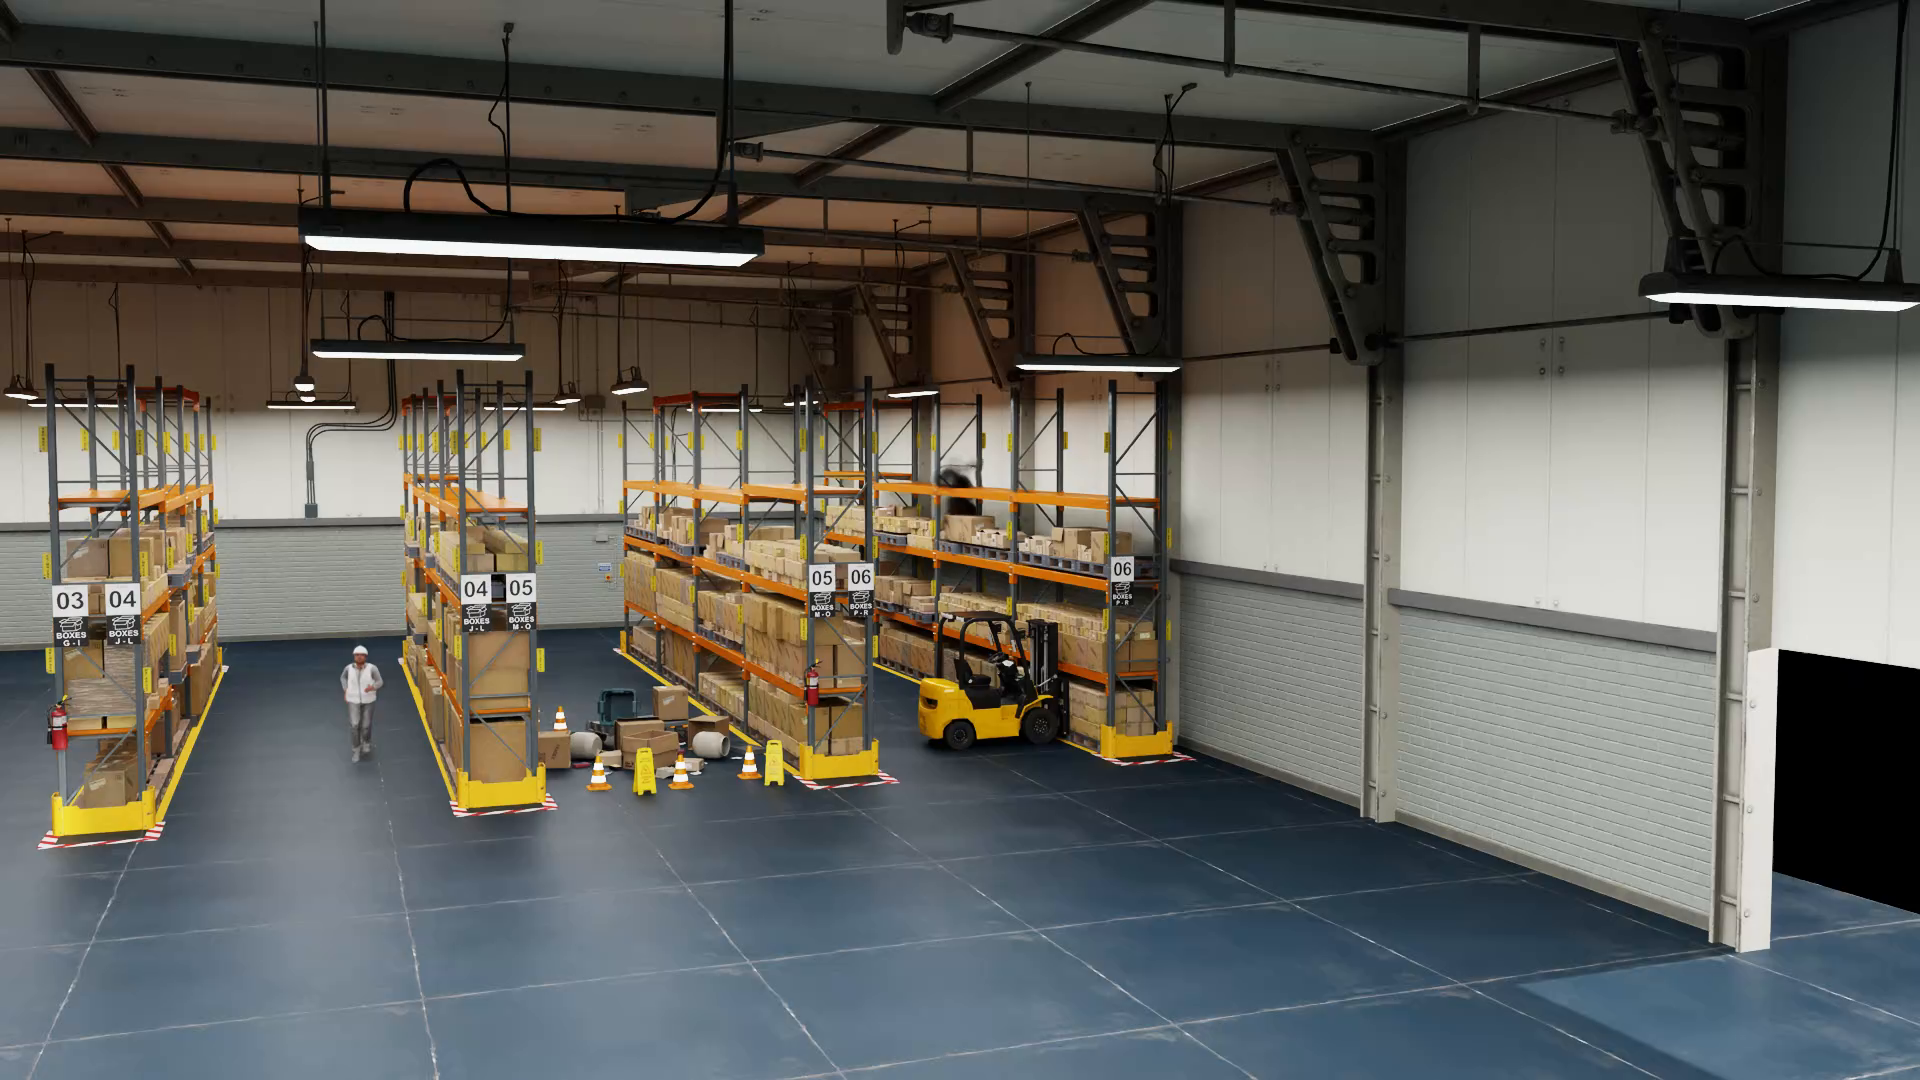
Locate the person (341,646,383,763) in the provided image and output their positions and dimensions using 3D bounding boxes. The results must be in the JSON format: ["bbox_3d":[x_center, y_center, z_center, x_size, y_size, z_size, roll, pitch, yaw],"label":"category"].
[{"bbox_3d":[-9.474,2.582,26.362,0.645,1.828,0.795,-1,4,-18],"label":"person"}]
